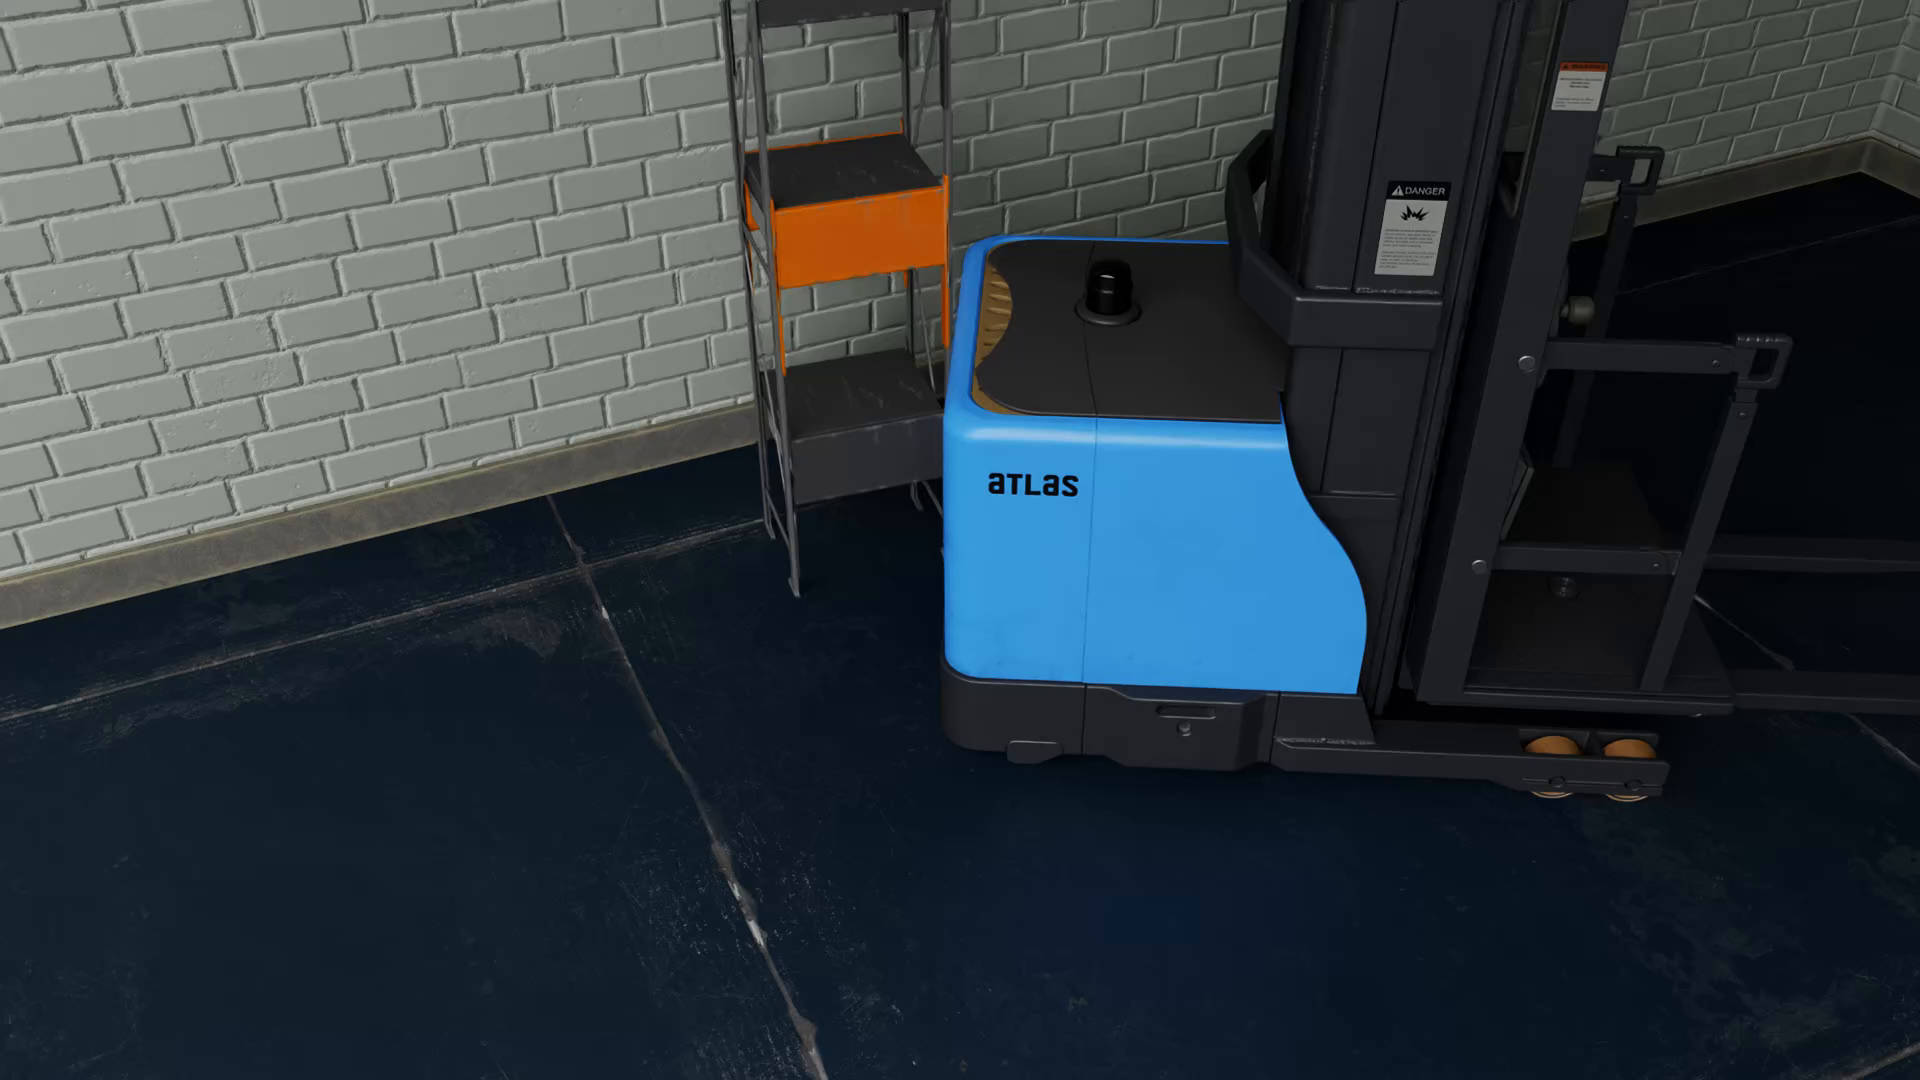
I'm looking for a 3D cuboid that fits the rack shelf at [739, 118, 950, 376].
[{"bbox_3d":[-0.322,-0.819,4.614,0.480,0.518,0.431,-11,38,-15],"label":"rack shelf"}]

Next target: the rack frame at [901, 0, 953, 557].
[{"bbox_3d":[-0.091,-0.876,4.669,0.015,2.100,0.400,-11,38,-15],"label":"rack frame"}]

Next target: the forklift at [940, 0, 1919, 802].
[{"bbox_3d":[1.486,-0.825,3.901,3.031,2.935,1.130,2,37,3],"label":"forklift"}]

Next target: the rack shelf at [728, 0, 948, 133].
[{"bbox_3d":[-0.322,-1.381,4.197,0.480,0.518,0.431,-11,38,-15],"label":"rack shelf"}]

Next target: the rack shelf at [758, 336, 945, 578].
[{"bbox_3d":[-0.322,-0.257,5.031,0.480,0.518,0.431,-11,38,-15],"label":"rack shelf"}]

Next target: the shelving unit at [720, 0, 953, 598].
[{"bbox_3d":[-0.322,-0.830,4.606,0.503,2.100,0.431,-11,38,-15],"label":"shelving unit"}]

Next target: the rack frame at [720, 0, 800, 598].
[{"bbox_3d":[-0.554,-0.783,4.544,0.015,2.100,0.400,-11,38,-15],"label":"rack frame"}]
